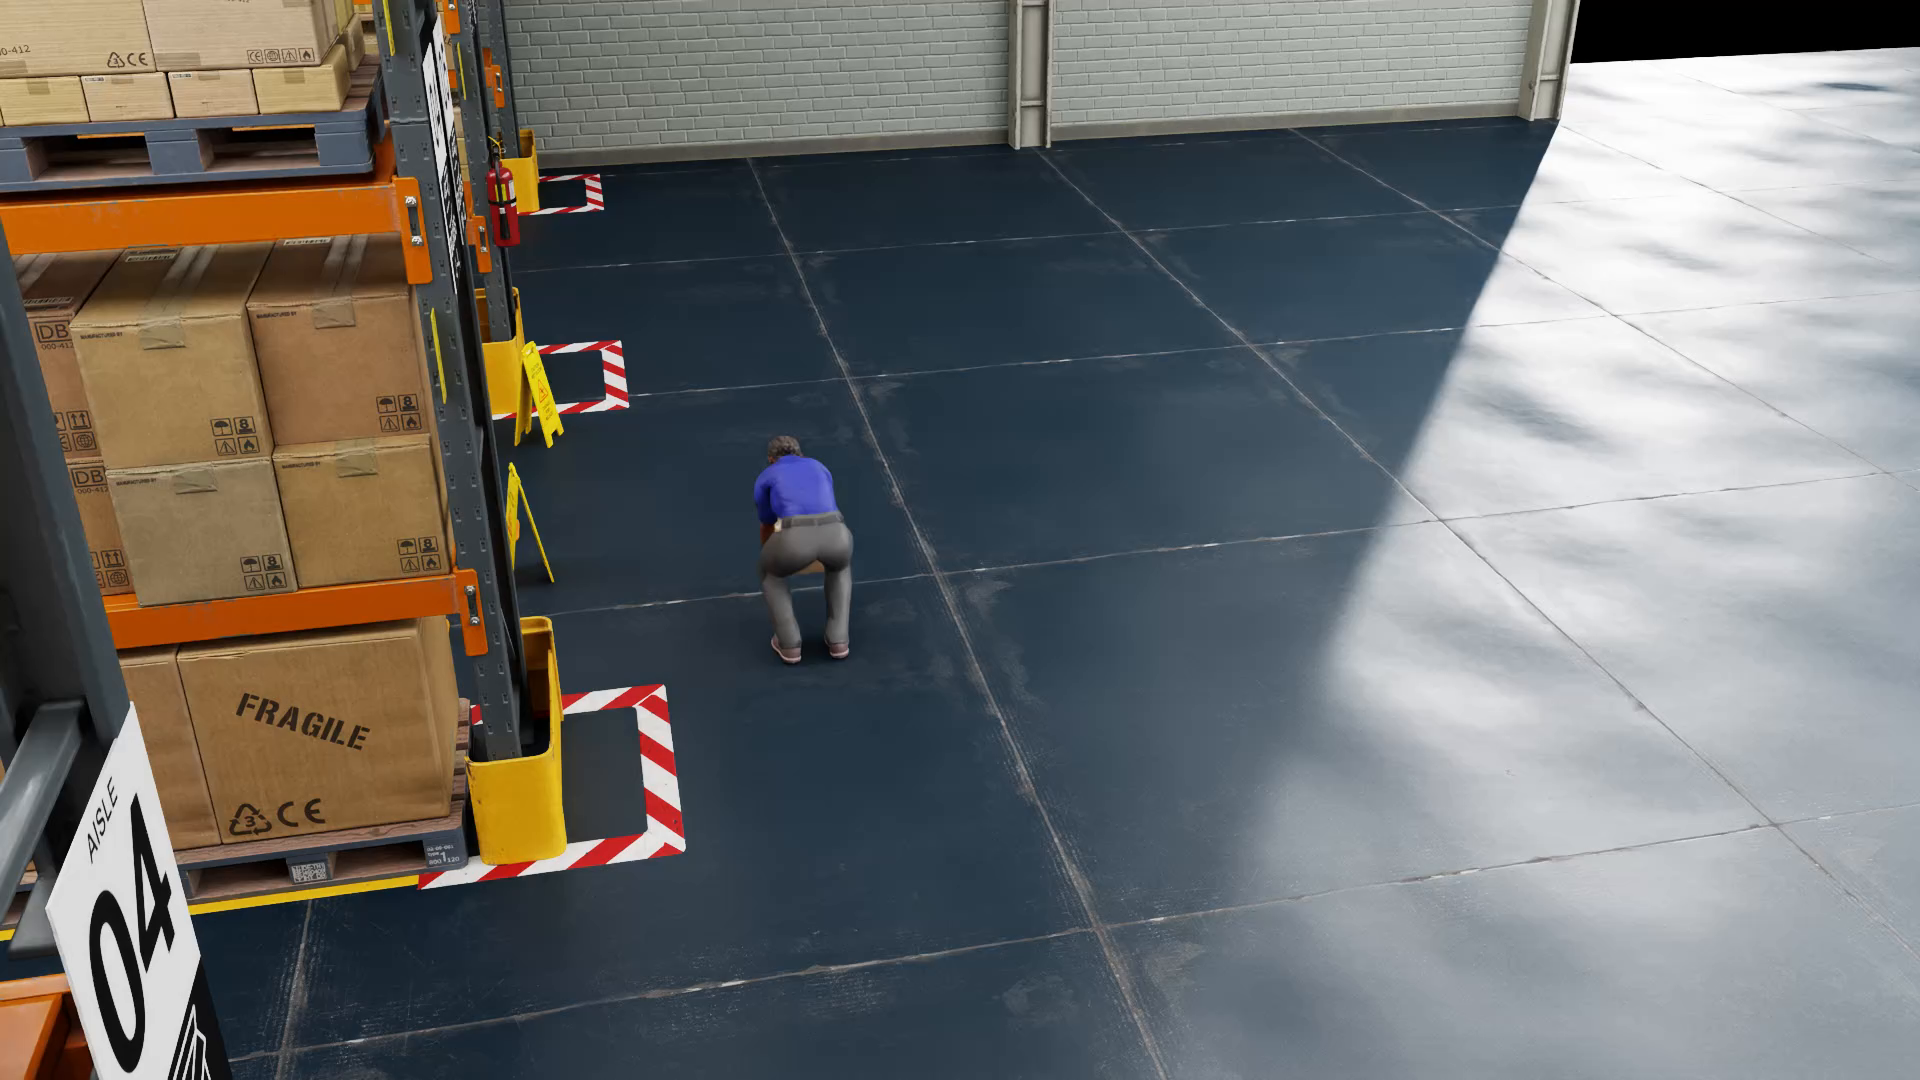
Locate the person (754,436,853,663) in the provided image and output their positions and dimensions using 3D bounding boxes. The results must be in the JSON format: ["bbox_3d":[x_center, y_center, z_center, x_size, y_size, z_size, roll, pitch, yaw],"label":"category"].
[{"bbox_3d":[-0.786,0.049,8.290,0.468,0.971,0.861,-7,28,-14],"label":"person"}]
